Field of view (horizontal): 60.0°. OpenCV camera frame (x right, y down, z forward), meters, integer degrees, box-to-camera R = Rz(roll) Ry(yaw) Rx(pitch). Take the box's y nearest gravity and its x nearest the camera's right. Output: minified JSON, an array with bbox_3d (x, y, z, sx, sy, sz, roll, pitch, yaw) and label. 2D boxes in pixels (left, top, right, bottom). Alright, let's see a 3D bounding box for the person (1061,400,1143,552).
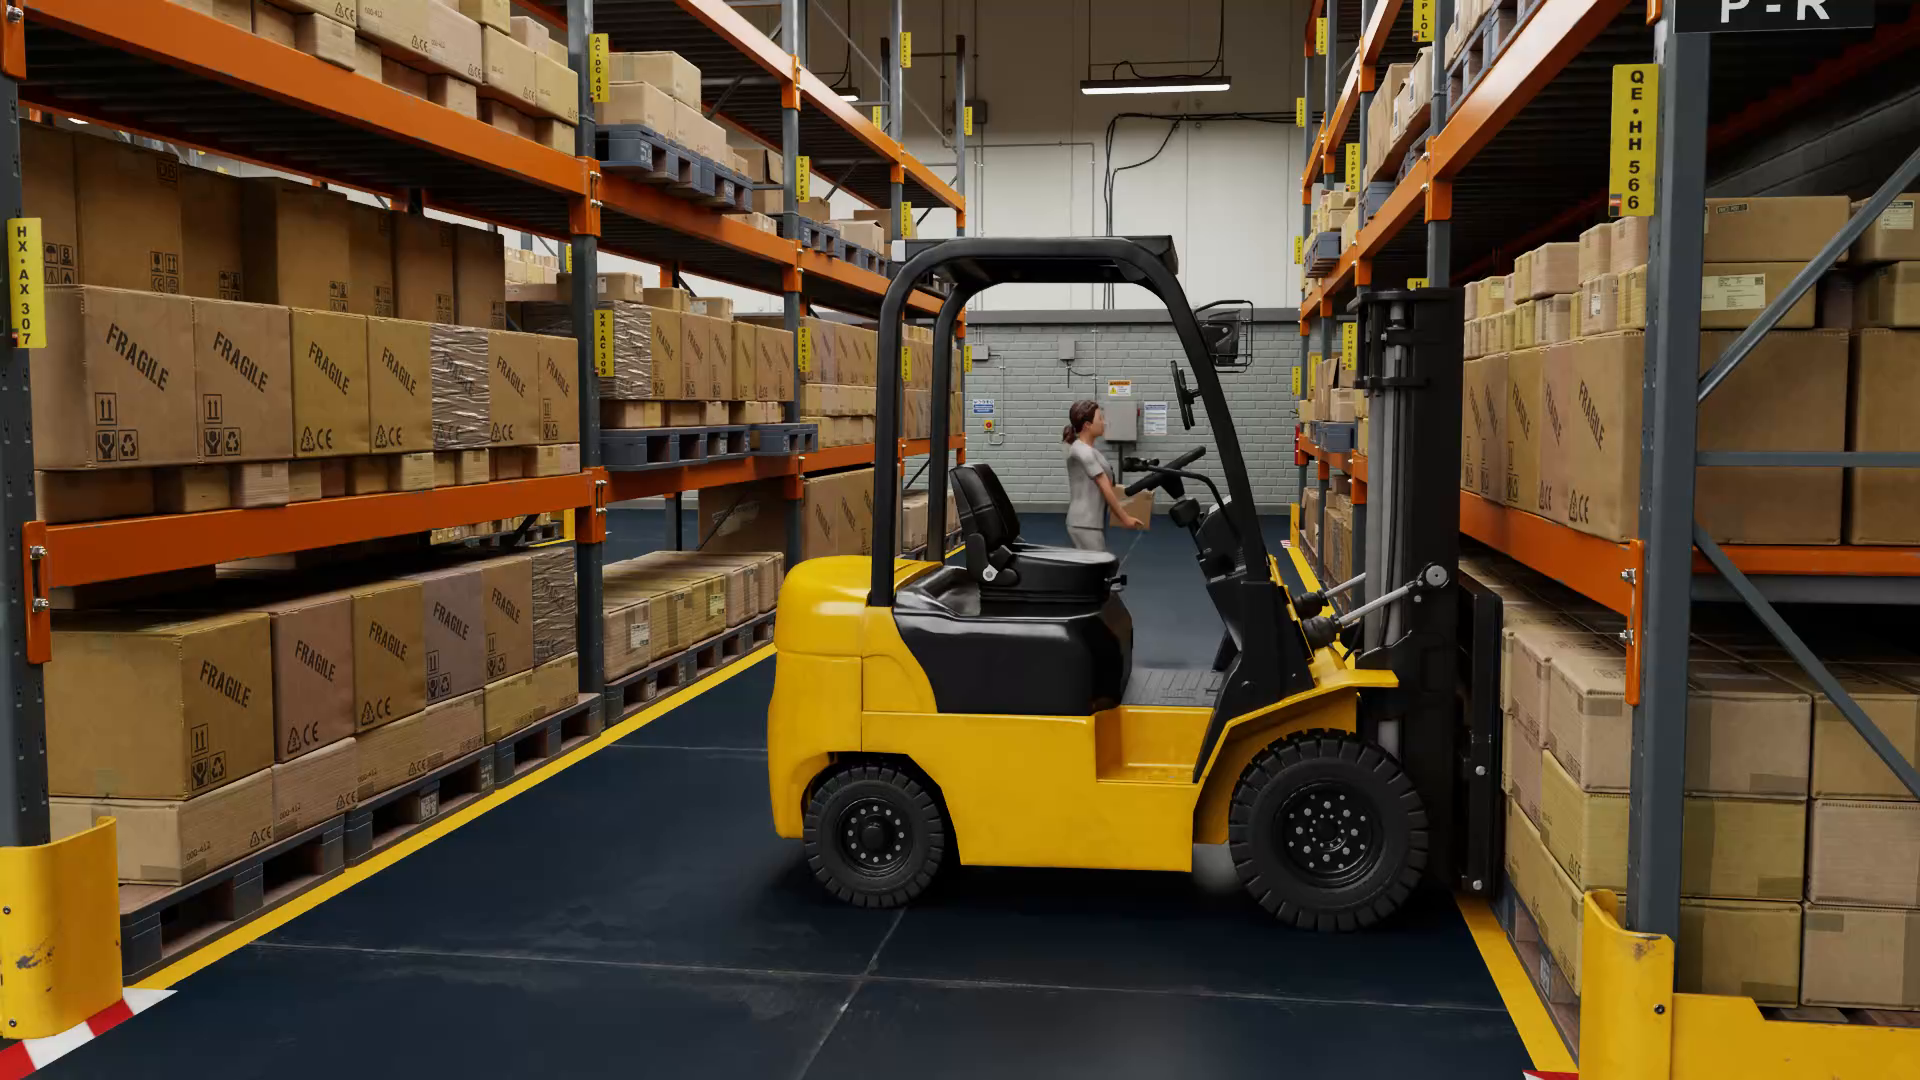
[{"bbox_3d":[0.906,-0.054,10.610,0.536,1.669,0.409,1,5,8],"label":"person"}]
